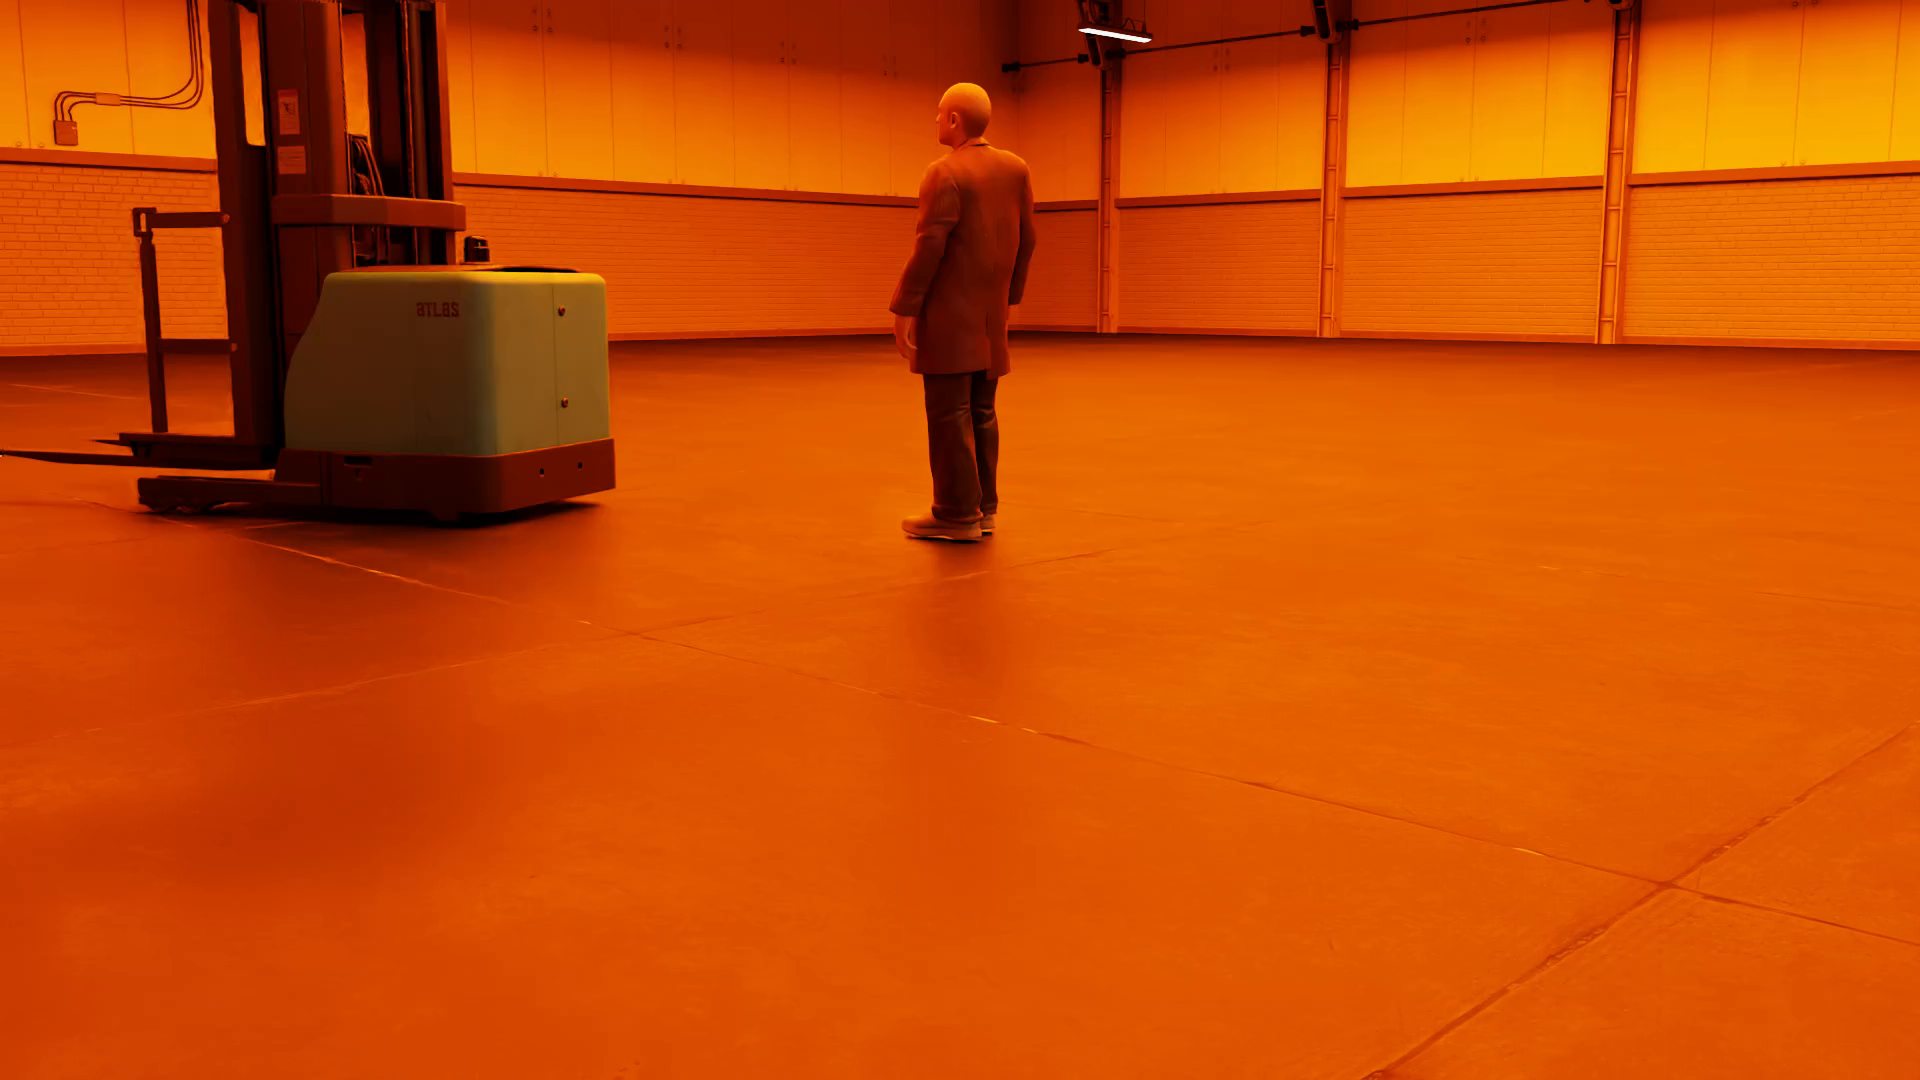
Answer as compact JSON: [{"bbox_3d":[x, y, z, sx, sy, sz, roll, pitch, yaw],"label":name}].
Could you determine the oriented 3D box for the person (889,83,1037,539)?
[{"bbox_3d":[-0.062,-0.896,6.650,0.582,1.776,0.696,8,12,43],"label":"person"}]

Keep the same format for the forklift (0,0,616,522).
[{"bbox_3d":[-3.200,-1.635,7.731,3.031,2.935,1.130,3,9,20],"label":"forklift"}]
